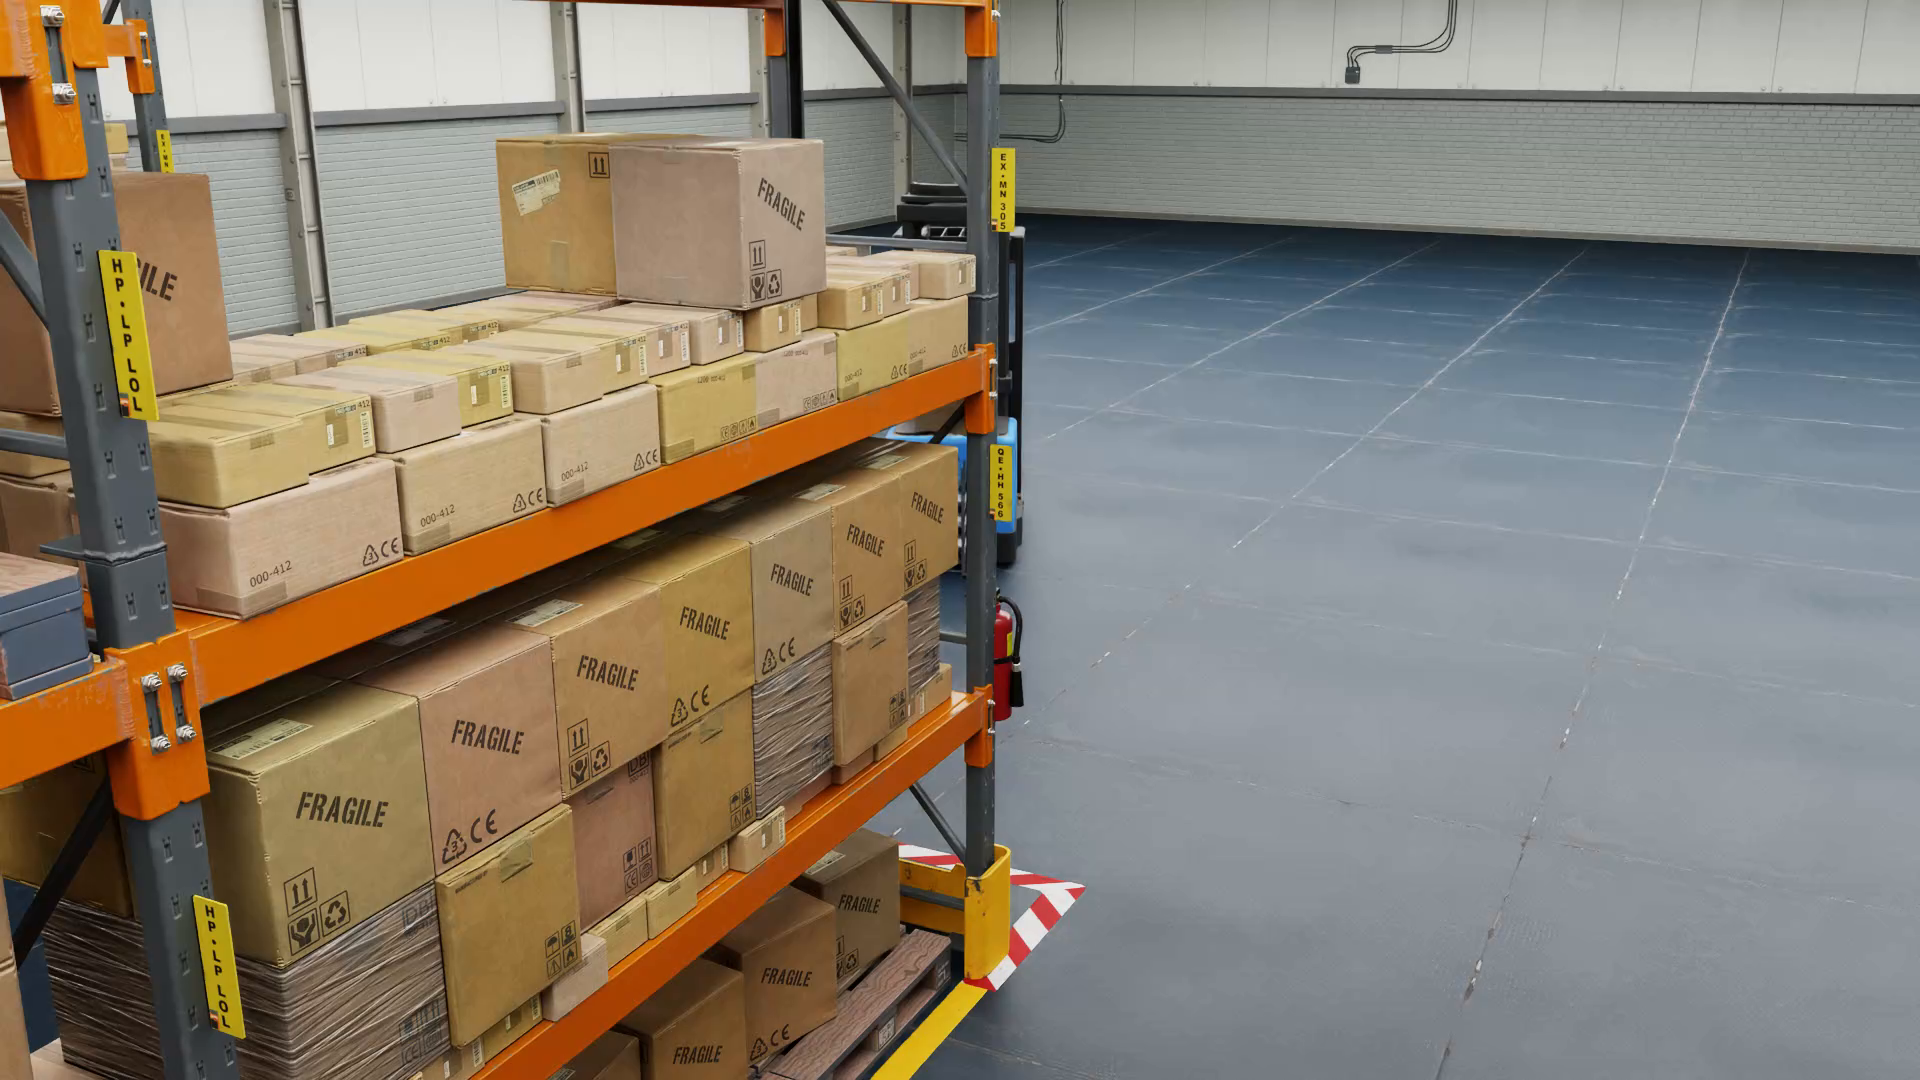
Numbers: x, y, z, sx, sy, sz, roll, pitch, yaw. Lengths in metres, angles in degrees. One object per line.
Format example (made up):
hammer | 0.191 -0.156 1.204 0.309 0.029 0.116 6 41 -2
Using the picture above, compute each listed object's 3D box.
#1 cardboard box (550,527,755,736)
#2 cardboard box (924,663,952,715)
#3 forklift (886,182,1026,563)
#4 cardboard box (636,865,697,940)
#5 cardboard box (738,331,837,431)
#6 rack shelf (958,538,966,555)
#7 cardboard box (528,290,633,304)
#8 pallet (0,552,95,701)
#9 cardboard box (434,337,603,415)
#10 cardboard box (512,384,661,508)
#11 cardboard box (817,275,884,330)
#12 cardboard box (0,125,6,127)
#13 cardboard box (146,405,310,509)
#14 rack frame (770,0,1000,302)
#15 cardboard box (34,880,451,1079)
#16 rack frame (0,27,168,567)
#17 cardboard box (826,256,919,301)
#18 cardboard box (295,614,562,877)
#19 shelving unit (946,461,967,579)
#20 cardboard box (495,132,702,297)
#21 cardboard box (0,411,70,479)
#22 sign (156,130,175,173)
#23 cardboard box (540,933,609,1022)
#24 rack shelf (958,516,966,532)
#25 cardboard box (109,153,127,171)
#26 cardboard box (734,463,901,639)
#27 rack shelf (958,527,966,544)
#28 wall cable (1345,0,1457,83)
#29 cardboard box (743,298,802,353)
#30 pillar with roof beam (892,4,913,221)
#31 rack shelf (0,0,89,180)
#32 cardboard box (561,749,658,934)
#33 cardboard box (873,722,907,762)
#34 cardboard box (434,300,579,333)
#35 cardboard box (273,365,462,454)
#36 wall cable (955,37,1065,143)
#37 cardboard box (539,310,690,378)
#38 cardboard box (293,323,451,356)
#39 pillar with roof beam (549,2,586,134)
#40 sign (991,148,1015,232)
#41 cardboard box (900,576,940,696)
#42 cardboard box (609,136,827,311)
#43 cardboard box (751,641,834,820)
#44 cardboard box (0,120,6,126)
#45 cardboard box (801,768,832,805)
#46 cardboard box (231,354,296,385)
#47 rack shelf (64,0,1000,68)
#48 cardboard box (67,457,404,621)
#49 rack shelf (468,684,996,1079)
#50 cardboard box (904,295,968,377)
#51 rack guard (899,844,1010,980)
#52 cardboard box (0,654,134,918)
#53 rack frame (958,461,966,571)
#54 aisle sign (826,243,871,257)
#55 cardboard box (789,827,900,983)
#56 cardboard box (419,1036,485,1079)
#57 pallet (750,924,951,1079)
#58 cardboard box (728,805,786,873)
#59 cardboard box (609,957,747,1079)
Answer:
cardboard box | -1.015 0.276 5.372 0.500 0.500 0.500 8 18 25
cardboard box | -0.258 0.612 7.136 0.380 0.149 0.250 8 18 25
forklift | -0.002 -1.594 14.244 1.130 2.935 3.031 1 17 3
cardboard box | -1.080 1.132 5.386 0.380 0.149 0.250 8 18 25
cardboard box | -0.761 -0.561 5.640 0.500 0.250 0.500 9 19 27
rack shelf | -0.080 0.045 13.036 0.258 0.077 0.200 1 17 3
cardboard box | -1.257 -0.796 5.733 0.380 0.149 0.250 7 18 23
pallet | -2.474 0.208 3.119 1.213 0.211 1.003 8 18 25
cardboard box | -1.216 -0.456 4.588 0.380 0.149 0.250 8 18 24
cardboard box | -1.209 -0.297 4.751 0.500 0.250 0.500 7 18 23
cardboard box | -0.497 -0.852 5.919 0.380 0.149 0.250 8 18 26
cardboard box | -4.668 -2.020 8.418 0.380 0.149 0.250 8 18 26
cardboard box | -1.682 -0.189 3.687 0.380 0.149 0.250 8 18 24
rack frame | -0.316 -2.483 6.579 1.000 3.000 0.127 8 18 25
cardboard box | -1.847 1.115 4.306 0.875 0.500 0.500 8 18 25
rack frame | -2.103 -1.464 3.149 1.000 3.000 0.127 8 18 25
cardboard box | -0.382 -1.002 6.426 0.380 0.149 0.250 7 18 24
cardboard box | -1.452 0.532 4.510 0.500 0.500 0.500 8 18 25
shelving unit | -0.080 -0.158 12.973 0.258 0.900 0.210 1 17 3
cardboard box | -1.221 -1.131 5.721 0.500 0.500 0.500 8 18 25
cardboard box | -2.216 -0.265 3.943 0.380 0.149 0.250 9 19 27
sign | -4.229 -2.016 8.858 0.100 0.325 0.005 8 18 25
cardboard box | -1.276 1.263 4.944 0.380 0.149 0.250 8 18 25
rack shelf | -0.080 -0.127 12.983 0.258 0.077 0.200 1 17 3
cardboard box | -4.676 -1.861 8.583 0.500 0.250 0.500 8 18 26
cardboard box | -0.559 0.023 6.225 0.500 0.500 0.500 8 18 25
rack shelf | -0.080 -0.041 13.009 0.258 0.077 0.200 1 17 3
wall cable | 9.650 -12.954 35.859 2.305 6.003 0.169 8 18 25
cardboard box | -0.748 -0.723 5.486 0.380 0.149 0.250 7 18 23
pillar with roof beam | 2.516 -11.405 36.619 9.100 9.000 0.400 8 18 25
rack shelf | -2.997 -0.418 1.593 1.077 0.370 4.000 8 18 25
cardboard box | -1.458 0.851 5.191 0.875 0.500 0.500 8 18 25
cardboard box | -0.436 0.746 6.685 0.380 0.149 0.250 8 18 25
cardboard box | -1.433 -0.659 5.269 0.380 0.149 0.250 7 18 23
cardboard box | -1.483 -0.332 4.169 0.380 0.149 0.250 8 18 26
wall cable | 1.164 -11.047 40.865 3.097 2.526 0.112 8 18 25
cardboard box | -1.049 -0.596 5.057 0.380 0.149 0.250 9 19 27
cardboard box | -1.699 -0.526 4.822 0.380 0.149 0.250 9 19 27
pillar with roof beam | -2.847 -8.349 26.328 9.100 9.000 0.400 8 18 25
sign | 0.172 -1.394 6.625 0.100 0.325 0.005 8 18 25
cardboard box | -0.586 0.339 6.917 0.875 0.500 0.500 8 18 25
cardboard box | -0.782 -1.048 5.441 0.500 0.500 0.500 8 18 25
cardboard box | -0.964 0.604 6.026 0.875 0.500 0.500 8 18 25
cardboard box | -5.142 -2.168 8.916 0.380 0.149 0.250 8 18 26
cardboard box | -0.711 0.866 6.281 0.380 0.149 0.250 8 18 25
cardboard box | -1.980 -0.396 4.385 0.380 0.149 0.250 7 18 23
rack shelf | -1.209 -1.627 4.967 1.077 0.370 4.000 8 18 25
cardboard box | -1.673 -0.036 3.873 0.500 0.250 0.500 7 18 23
rack shelf | -1.209 1.247 5.820 1.077 0.370 4.000 8 18 25
cardboard box | -0.304 -0.818 6.505 0.500 0.250 0.500 9 19 27
rack guard | -0.350 1.611 7.724 1.175 0.500 0.348 8 18 25
cardboard box | -2.148 0.592 4.308 0.500 0.500 0.500 8 18 25
rack frame | -0.074 -0.189 13.070 0.240 0.900 0.006 1 17 3
aisle sign | -0.556 -0.907 7.245 0.394 0.787 0.004 8 18 25
cardboard box | -0.610 1.547 7.201 0.500 0.500 0.500 12 20 36
cardboard box | -1.528 1.387 4.529 0.380 0.149 0.250 8 18 25
pallet | -0.744 1.951 7.083 1.003 0.211 1.213 8 18 25
cardboard box | -0.835 1.008 5.805 0.380 0.149 0.250 8 18 25
cardboard box | -1.143 1.861 6.145 0.500 0.500 0.500 10 19 30
